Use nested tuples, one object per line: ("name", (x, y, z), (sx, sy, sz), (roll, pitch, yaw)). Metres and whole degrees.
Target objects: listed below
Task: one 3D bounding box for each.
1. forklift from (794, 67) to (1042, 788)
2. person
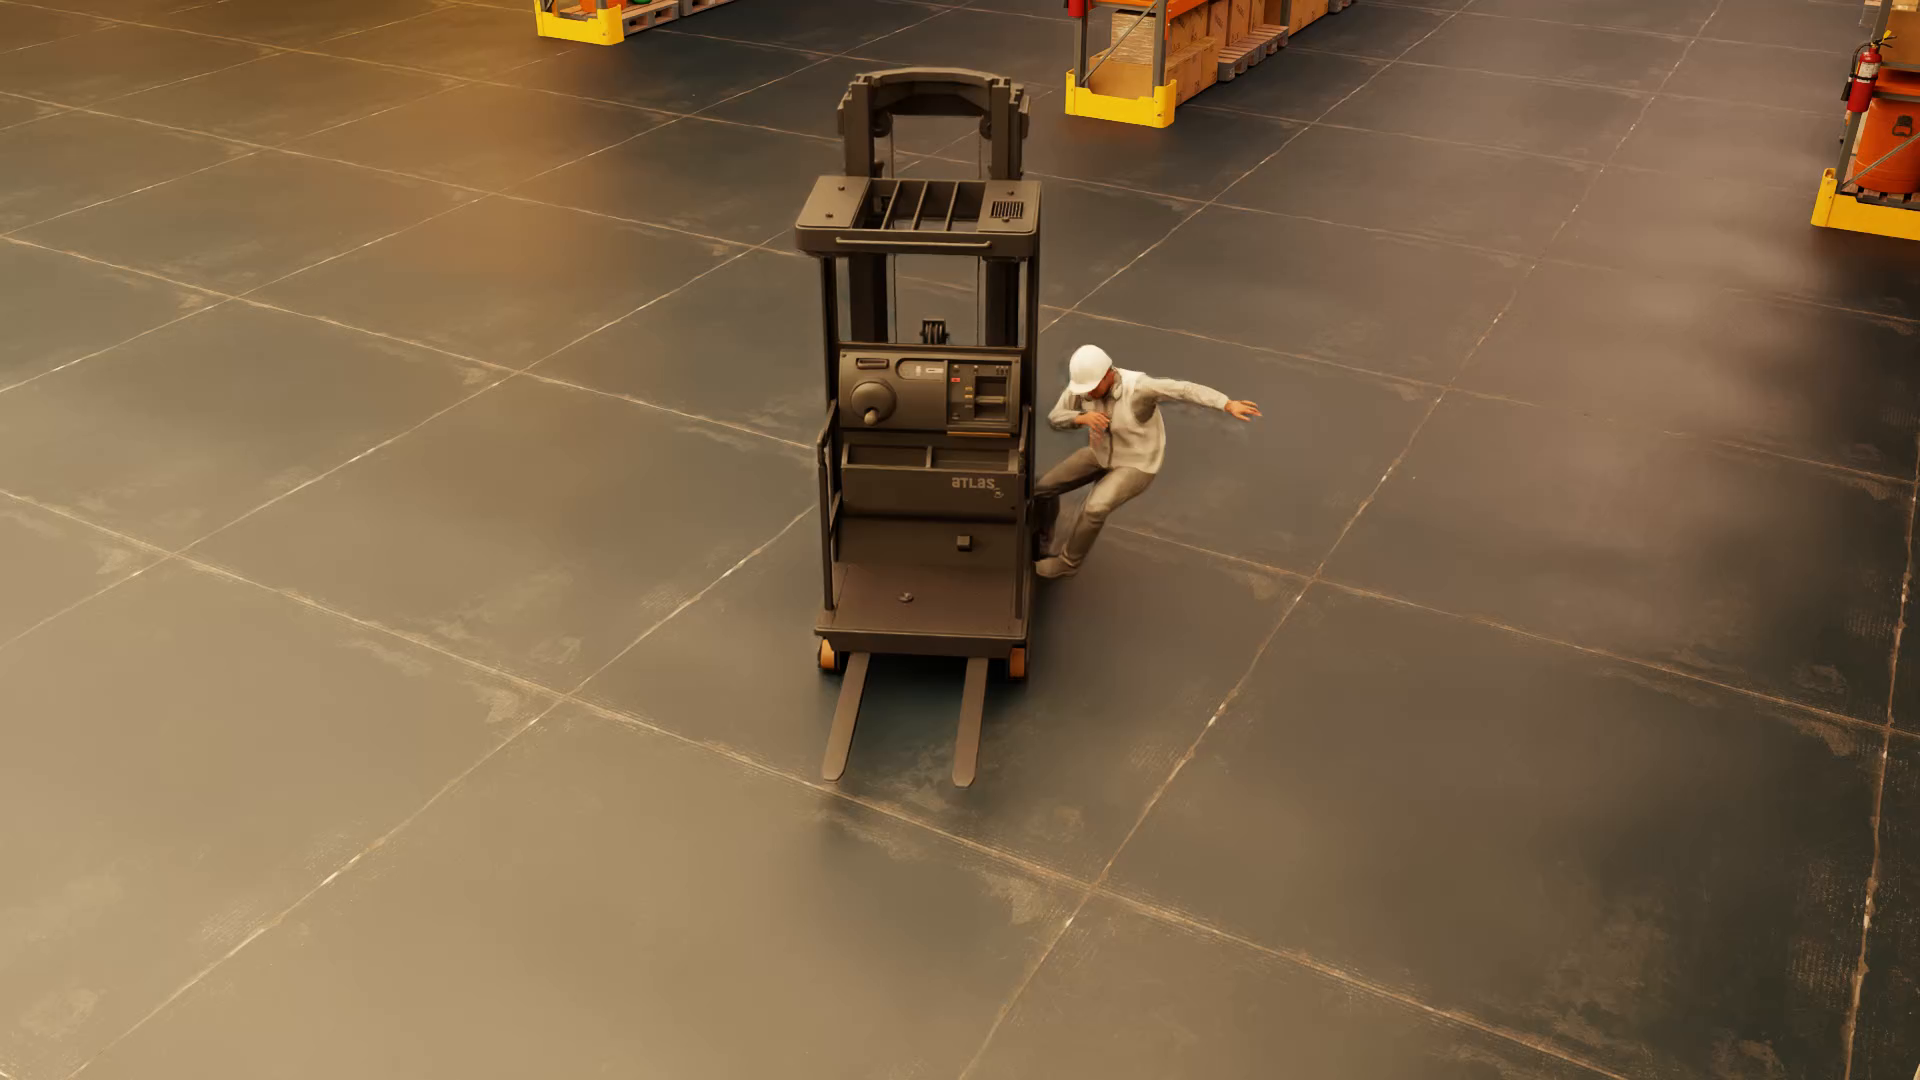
("forklift", (-0.169, -0.716, 8.311), (1.130, 2.935, 3.031), (2, 30, 4))
("person", (0.906, -0.395, 9.302), (1.278, 1.443, 0.824), (21, 36, 31))
